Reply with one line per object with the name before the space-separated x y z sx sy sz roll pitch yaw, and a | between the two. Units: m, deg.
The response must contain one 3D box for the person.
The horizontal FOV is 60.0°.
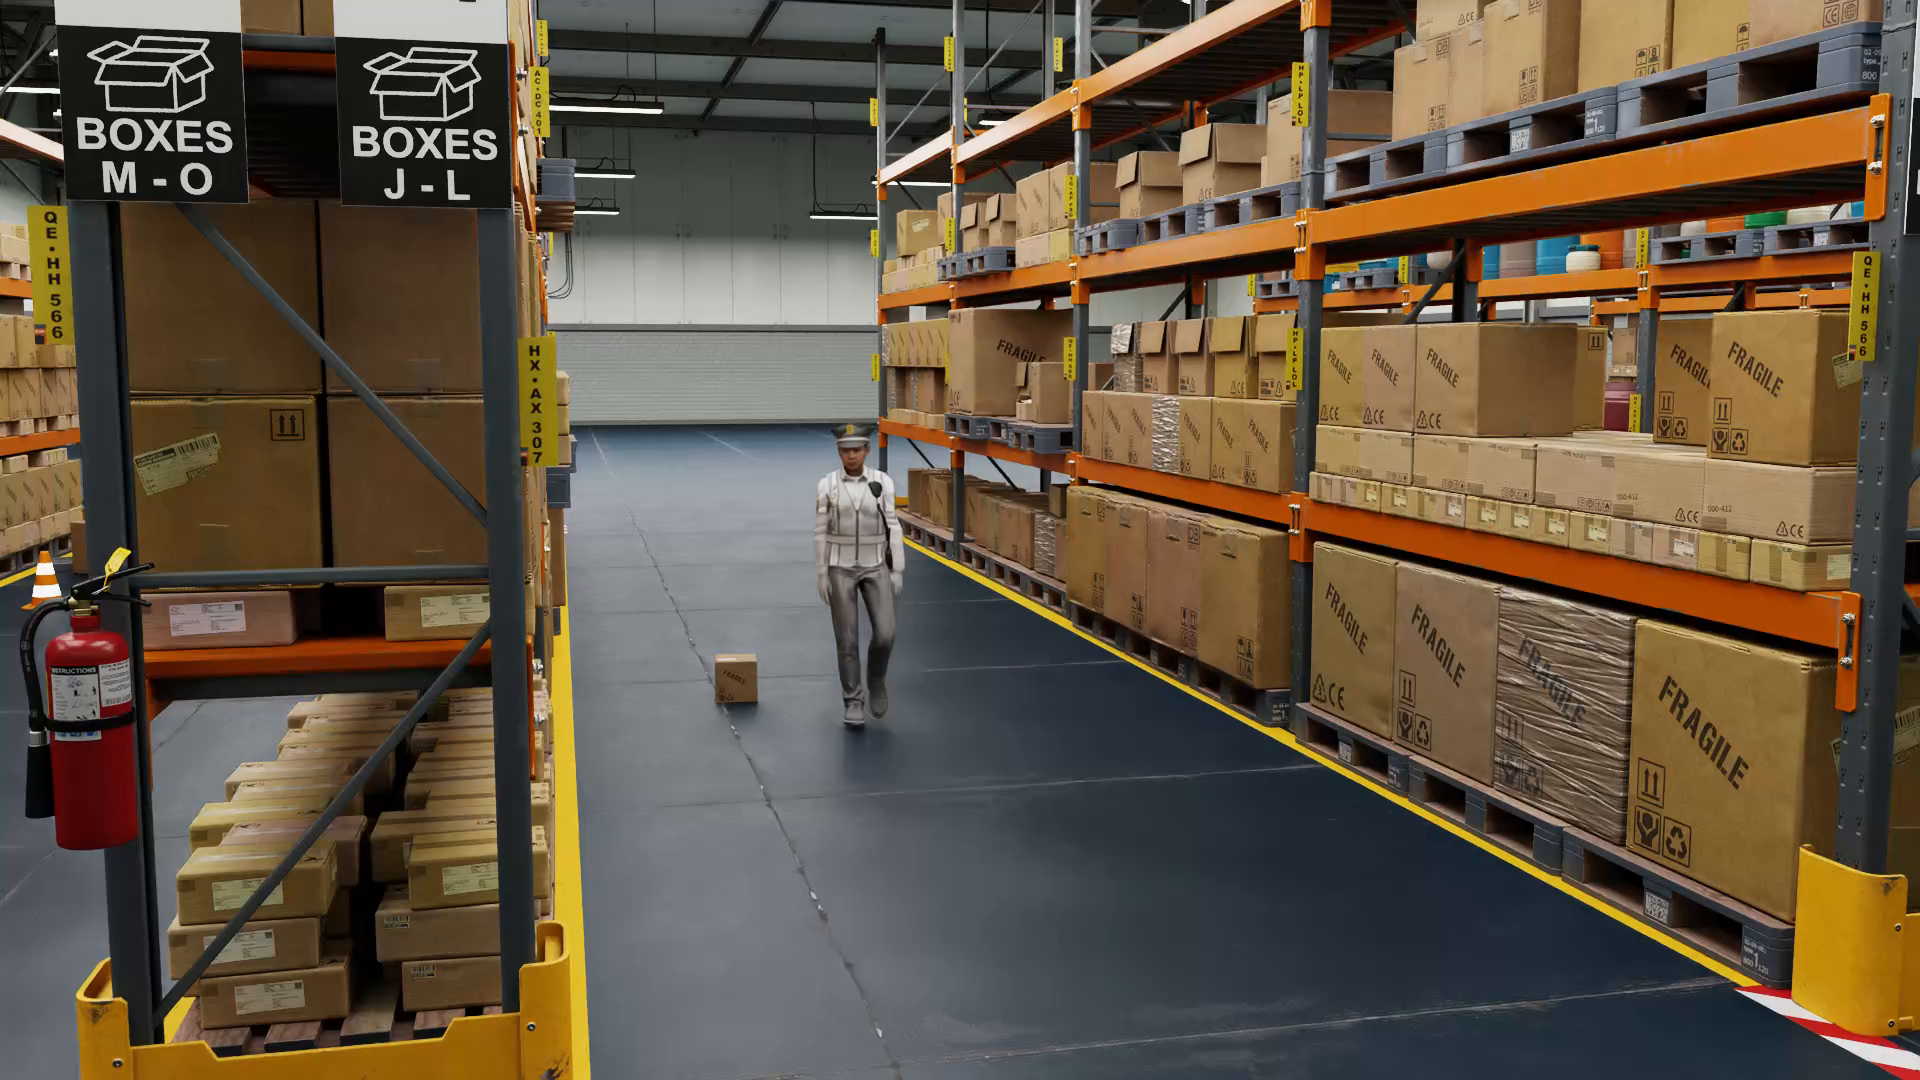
person | -0.559 0.185 9.192 0.508 1.667 0.433 0 6 -4
